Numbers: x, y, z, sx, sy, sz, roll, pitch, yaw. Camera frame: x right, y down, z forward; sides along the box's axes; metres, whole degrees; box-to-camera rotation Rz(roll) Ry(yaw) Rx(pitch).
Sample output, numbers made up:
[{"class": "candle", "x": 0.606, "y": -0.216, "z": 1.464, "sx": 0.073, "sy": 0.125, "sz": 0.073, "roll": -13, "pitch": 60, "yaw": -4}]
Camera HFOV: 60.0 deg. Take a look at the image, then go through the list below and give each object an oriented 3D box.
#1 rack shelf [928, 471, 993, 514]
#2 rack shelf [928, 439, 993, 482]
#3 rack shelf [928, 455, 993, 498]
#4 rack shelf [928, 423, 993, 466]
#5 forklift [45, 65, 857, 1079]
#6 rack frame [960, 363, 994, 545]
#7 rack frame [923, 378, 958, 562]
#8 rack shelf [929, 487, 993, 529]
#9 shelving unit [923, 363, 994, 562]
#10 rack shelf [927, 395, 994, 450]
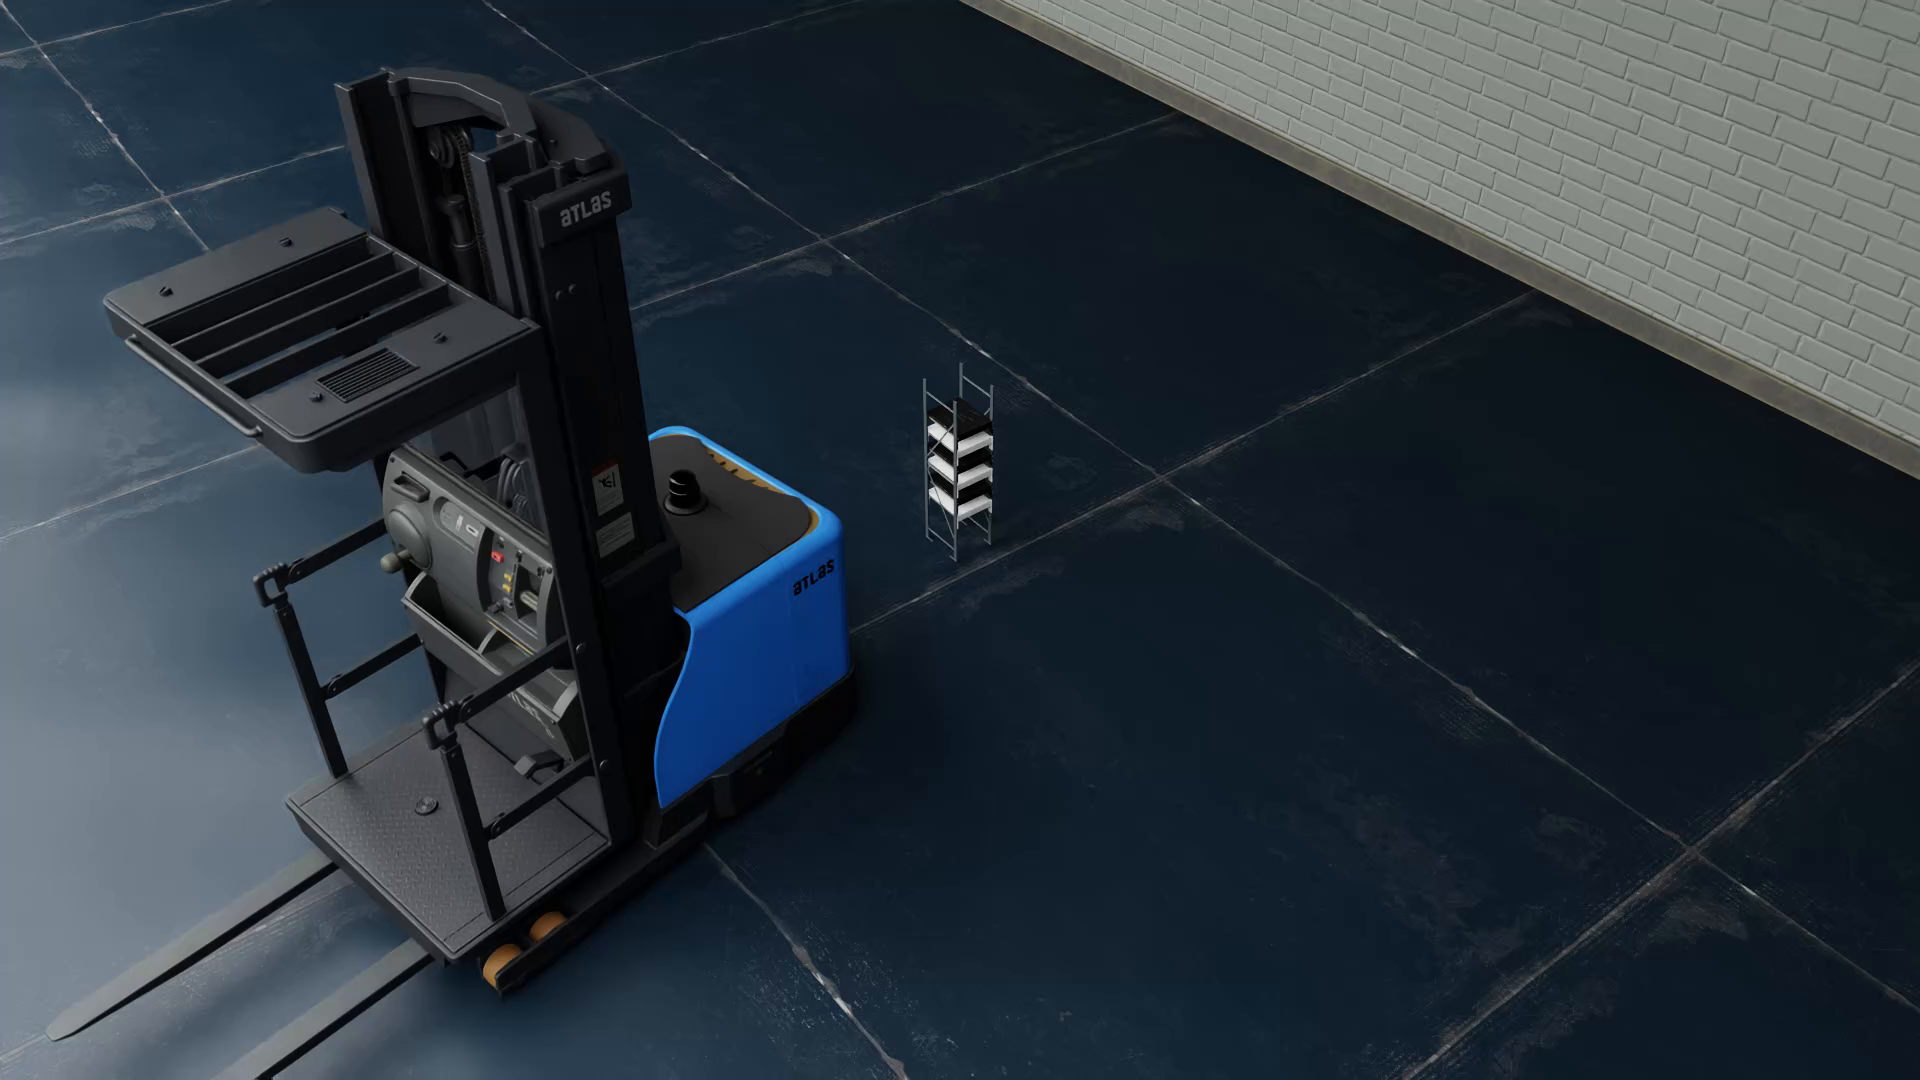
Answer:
[{"class": "rack shelf", "x": -0.006, "y": -0.249, "z": 7.672, "sx": 0.200, "sy": 0.077, "sz": 0.258, "roll": -26, "pitch": 46, "yaw": -28}, {"class": "rack shelf", "x": -0.006, "y": -0.389, "z": 7.558, "sx": 0.200, "sy": 0.077, "sz": 0.258, "roll": -26, "pitch": 46, "yaw": -28}, {"class": "rack shelf", "x": -0.006, "y": -0.319, "z": 7.615, "sx": 0.200, "sy": 0.077, "sz": 0.258, "roll": -26, "pitch": 46, "yaw": -28}, {"class": "rack shelf", "x": -0.006, "y": -0.458, "z": 7.501, "sx": 0.200, "sy": 0.077, "sz": 0.258, "roll": -26, "pitch": 46, "yaw": -28}, {"class": "forklift", "x": -1.789, "y": 0.105, "z": 5.445, "sx": 1.130, "sy": 2.935, "sz": 3.031, "roll": 30, "pitch": 48, "yaw": 31}, {"class": "rack frame", "x": 0.074, "y": -0.384, "z": 7.642, "sx": 0.006, "sy": 0.900, "sz": 0.240, "roll": -26, "pitch": 46, "yaw": -28}, {"class": "rack frame", "x": -0.087, "y": -0.305, "z": 7.546, "sx": 0.006, "sy": 0.900, "sz": 0.240, "roll": -26, "pitch": 46, "yaw": -28}, {"class": "rack shelf", "x": -0.006, "y": -0.180, "z": 7.730, "sx": 0.200, "sy": 0.077, "sz": 0.258, "roll": -26, "pitch": 46, "yaw": -28}, {"class": "shelving unit", "x": -0.006, "y": -0.345, "z": 7.594, "sx": 0.210, "sy": 0.900, "sz": 0.258, "roll": -26, "pitch": 46, "yaw": -28}, {"class": "rack shelf", "x": -0.006, "y": -0.528, "z": 7.444, "sx": 0.200, "sy": 0.077, "sz": 0.258, "roll": -26, "pitch": 46, "yaw": -28}]
